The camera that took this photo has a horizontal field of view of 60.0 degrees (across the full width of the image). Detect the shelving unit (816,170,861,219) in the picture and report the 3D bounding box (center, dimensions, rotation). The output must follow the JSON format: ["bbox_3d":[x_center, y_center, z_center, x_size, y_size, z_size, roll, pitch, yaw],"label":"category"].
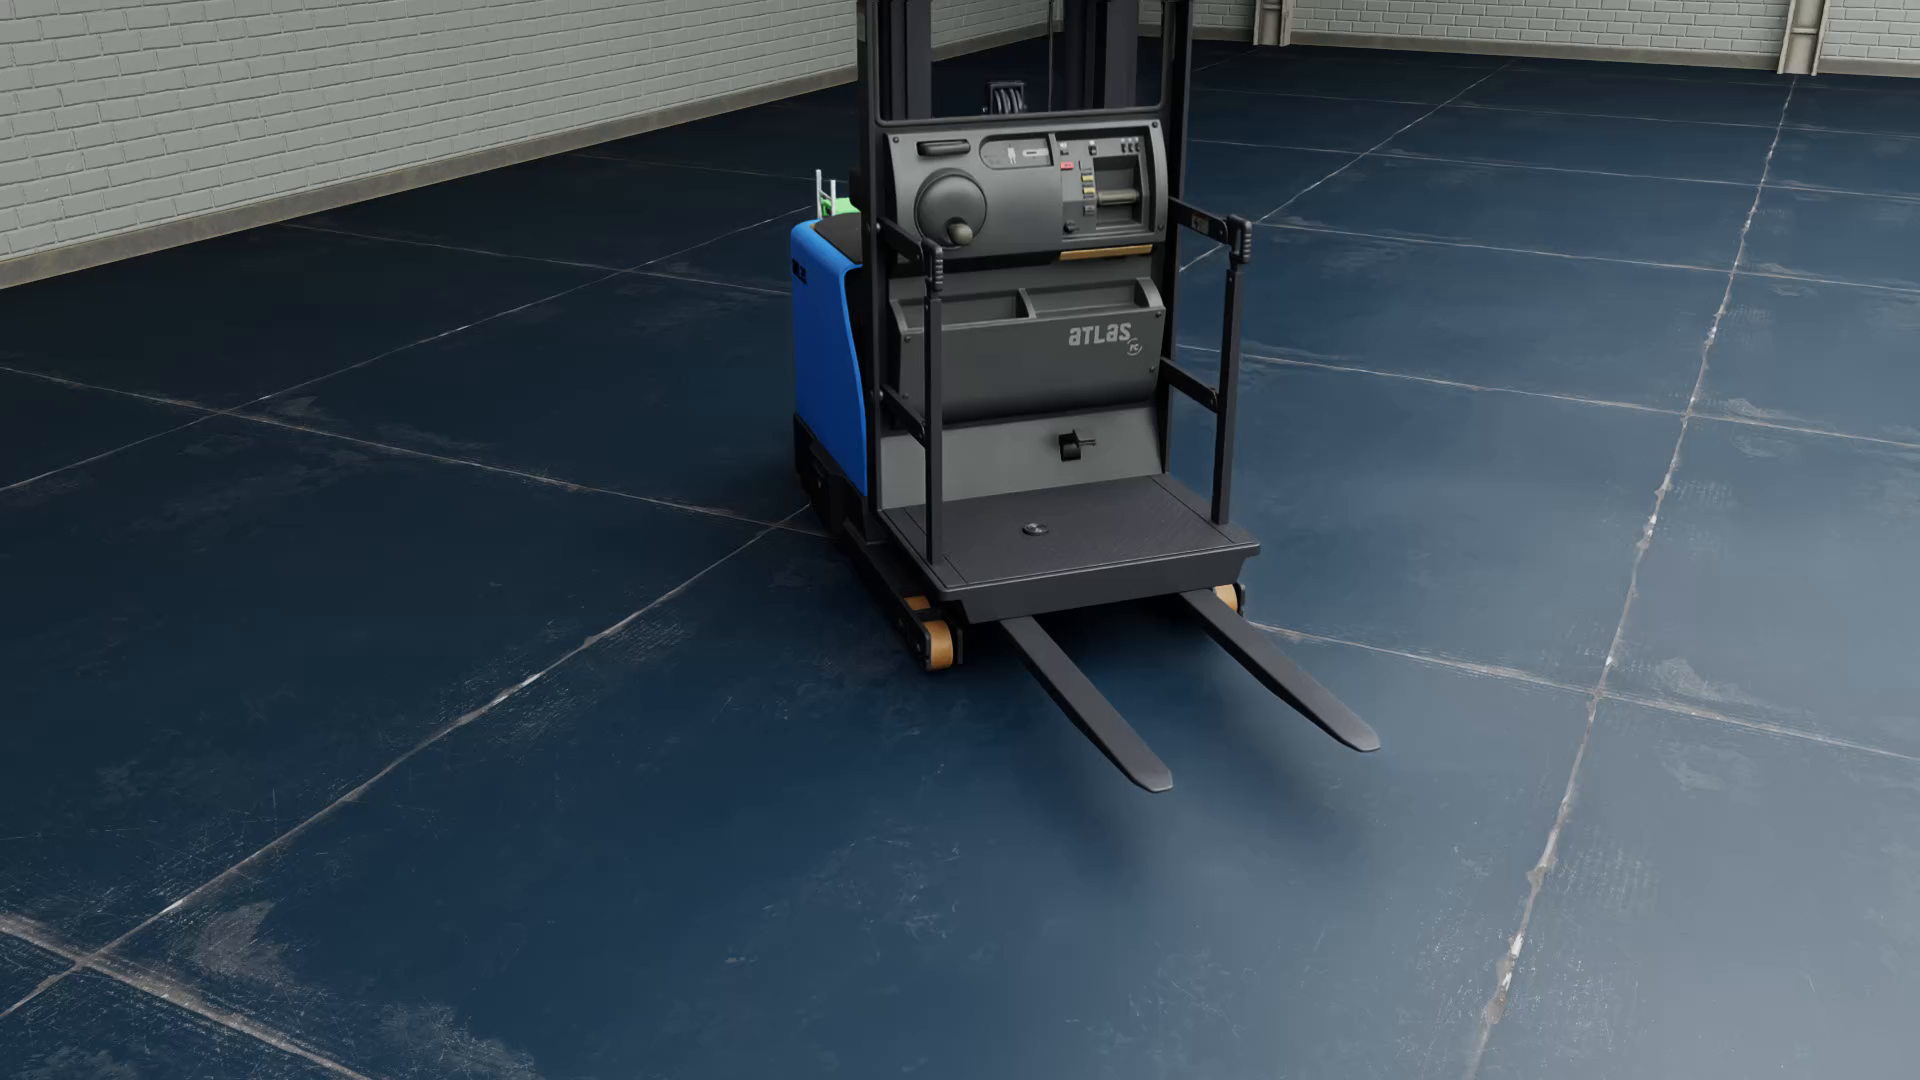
[{"bbox_3d":[-0.302,-0.922,6.885,0.503,1.200,0.258,-8,24,-18],"label":"shelving unit"}]

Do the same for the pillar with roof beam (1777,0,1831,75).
[{"bbox_3d":[7.330,-7.814,13.126,0.400,9.000,9.100,11,25,25],"label":"pillar with roof beam"}]

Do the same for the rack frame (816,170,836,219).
[{"bbox_3d":[-0.532,-0.891,6.811,0.015,1.200,0.240,-8,24,-18],"label":"rack frame"}]

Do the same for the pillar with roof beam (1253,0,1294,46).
[{"bbox_3d":[1.976,-8.874,15.617,0.400,9.000,9.100,11,25,25],"label":"pillar with roof beam"}]

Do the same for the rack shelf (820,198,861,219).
[{"bbox_3d":[-0.302,-1.305,6.722,0.480,0.148,0.258,-8,24,-18],"label":"rack shelf"}]

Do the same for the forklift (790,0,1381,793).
[{"bbox_3d":[0.299,-1.111,5.118,1.130,2.935,3.031,-8,24,-18],"label":"forklift"}]
